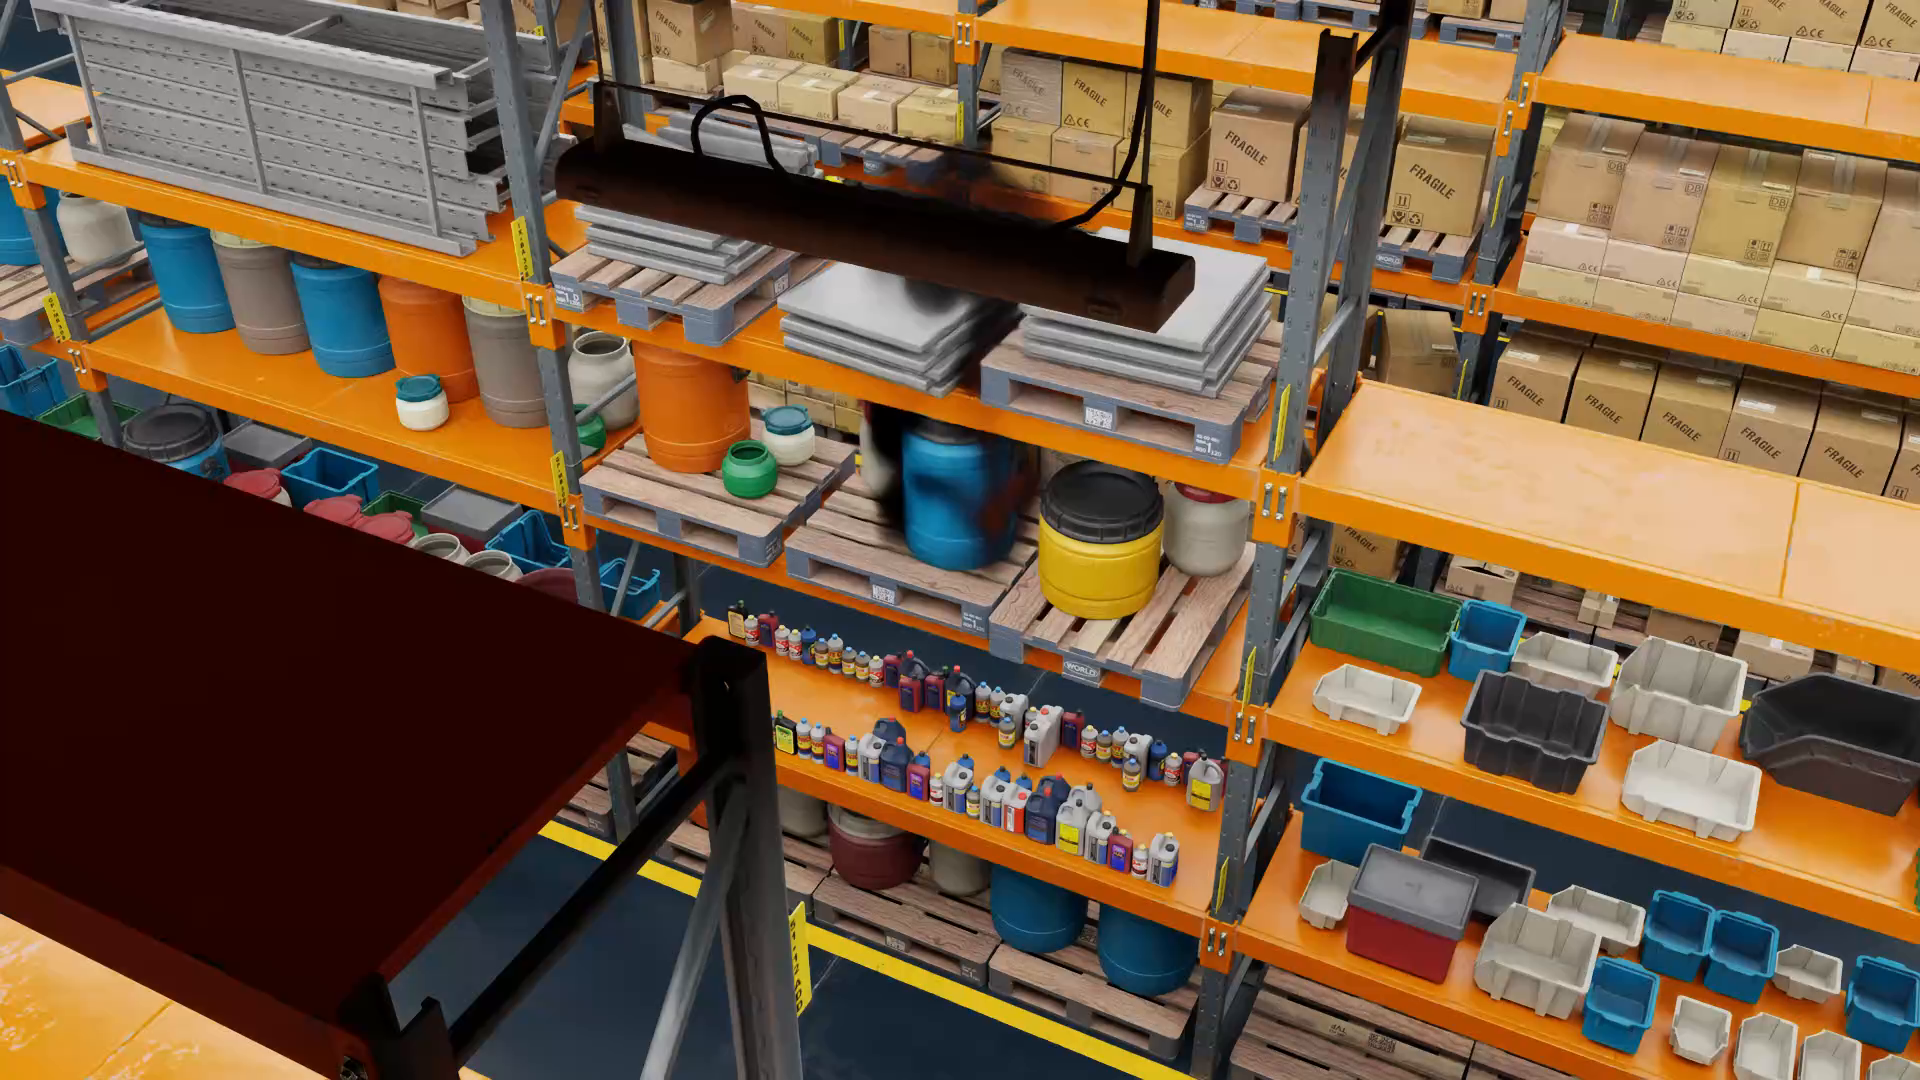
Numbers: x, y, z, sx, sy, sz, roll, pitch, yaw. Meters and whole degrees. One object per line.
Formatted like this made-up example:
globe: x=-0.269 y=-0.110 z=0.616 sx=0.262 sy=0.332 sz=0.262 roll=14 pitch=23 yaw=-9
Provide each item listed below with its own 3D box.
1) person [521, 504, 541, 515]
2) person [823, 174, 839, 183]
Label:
person: x=-3.717 y=-0.848 z=13.605 sx=0.637 sy=1.725 sz=0.714 roll=10 pitch=36 yaw=14
person: x=-1.240 y=-3.001 z=16.643 sx=0.983 sy=1.736 sz=0.715 roll=10 pitch=36 yaw=14
